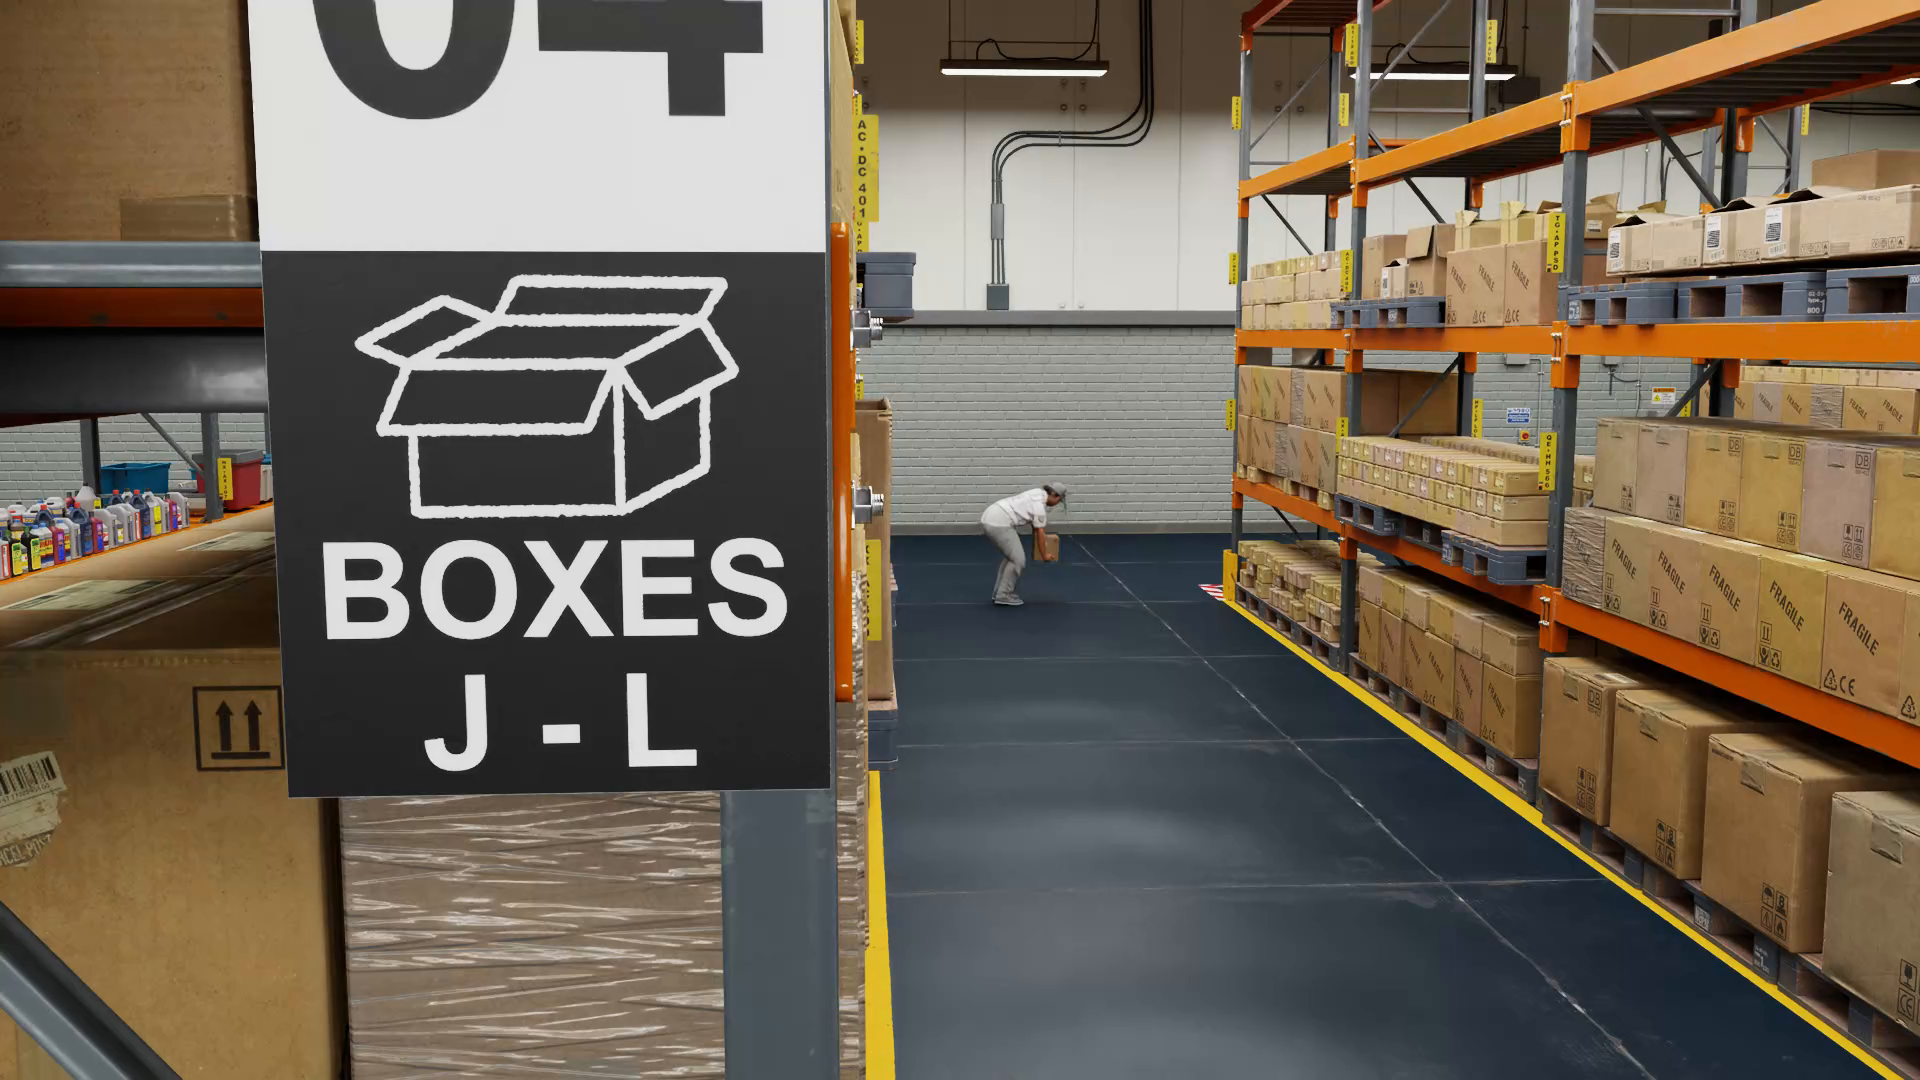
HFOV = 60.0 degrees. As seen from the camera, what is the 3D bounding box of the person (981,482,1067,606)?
[{"bbox_3d":[0.667,0.031,17.195,0.892,1.258,0.474,-1,7,-6],"label":"person"}]
